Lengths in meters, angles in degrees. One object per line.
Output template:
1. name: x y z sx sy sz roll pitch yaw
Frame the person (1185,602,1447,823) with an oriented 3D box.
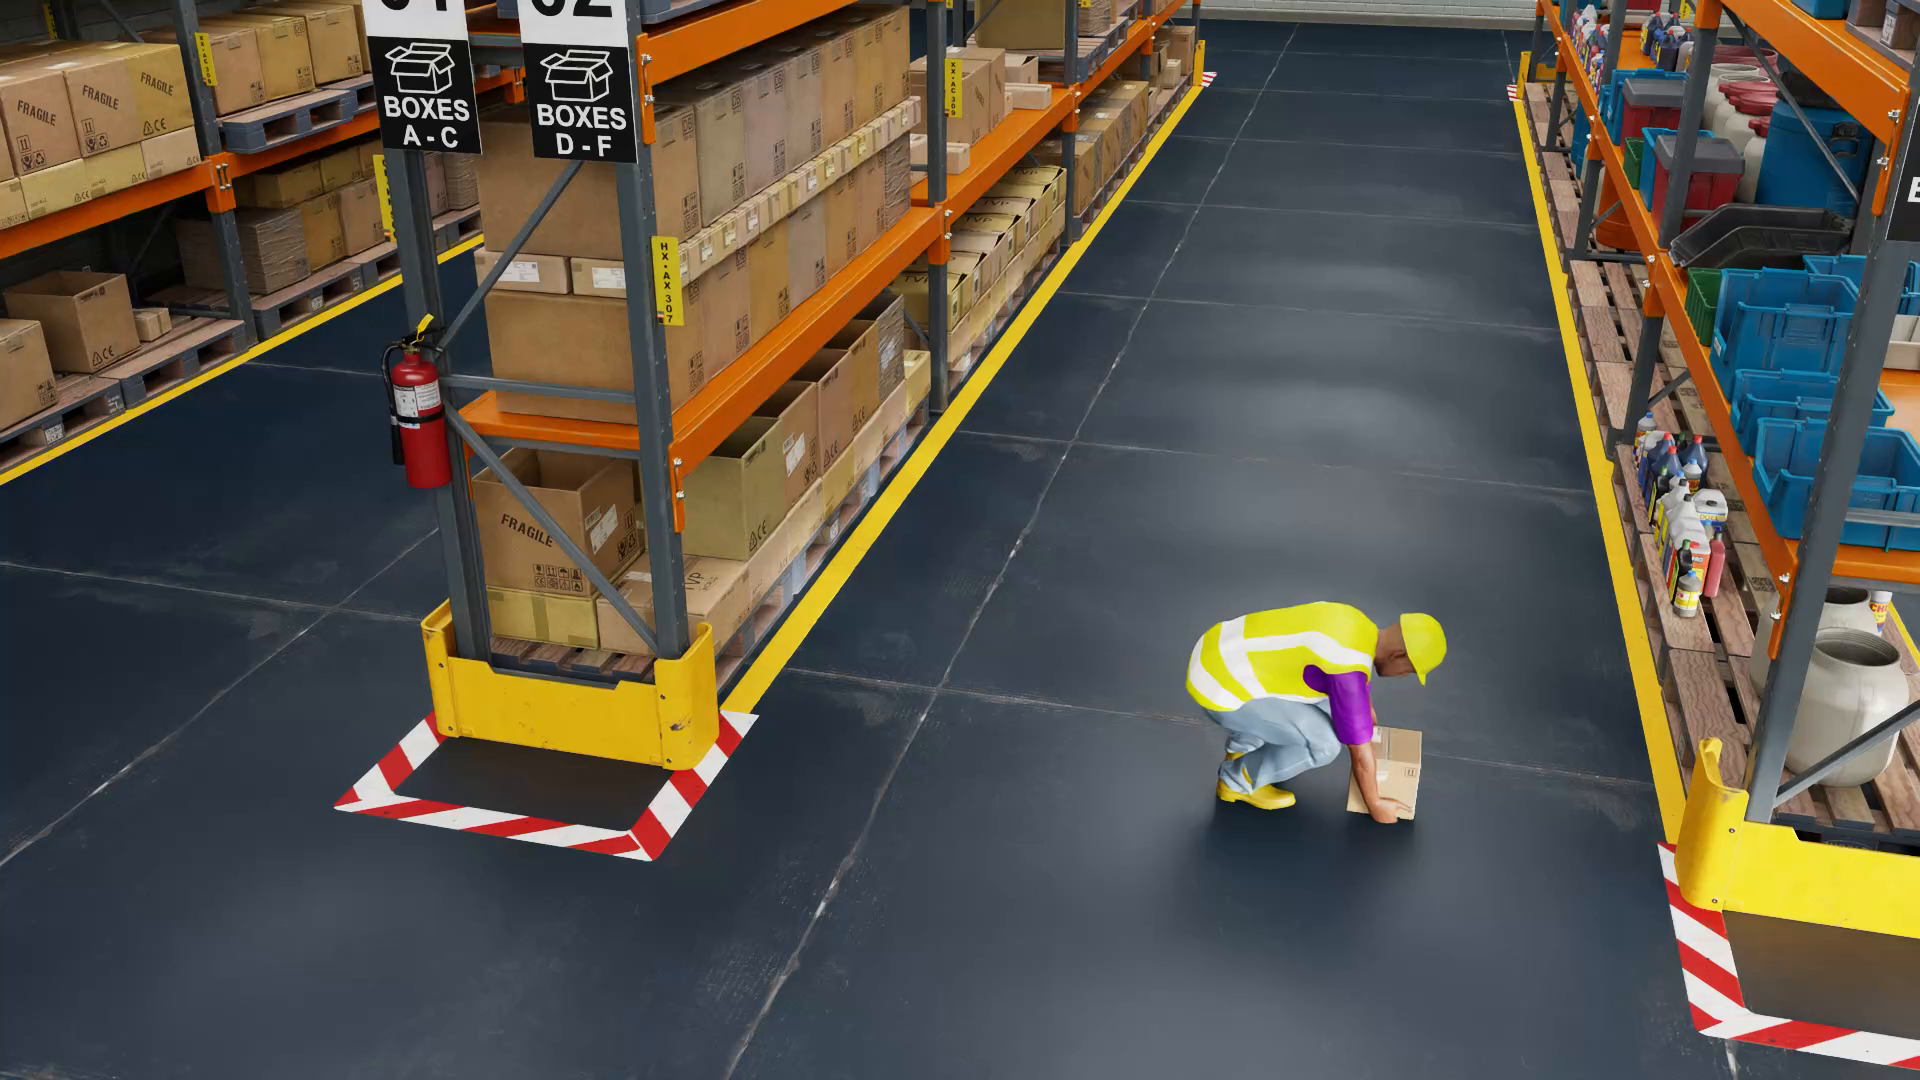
1. person: 1.354 0.627 6.436 0.954 0.828 0.529 6 26 12
